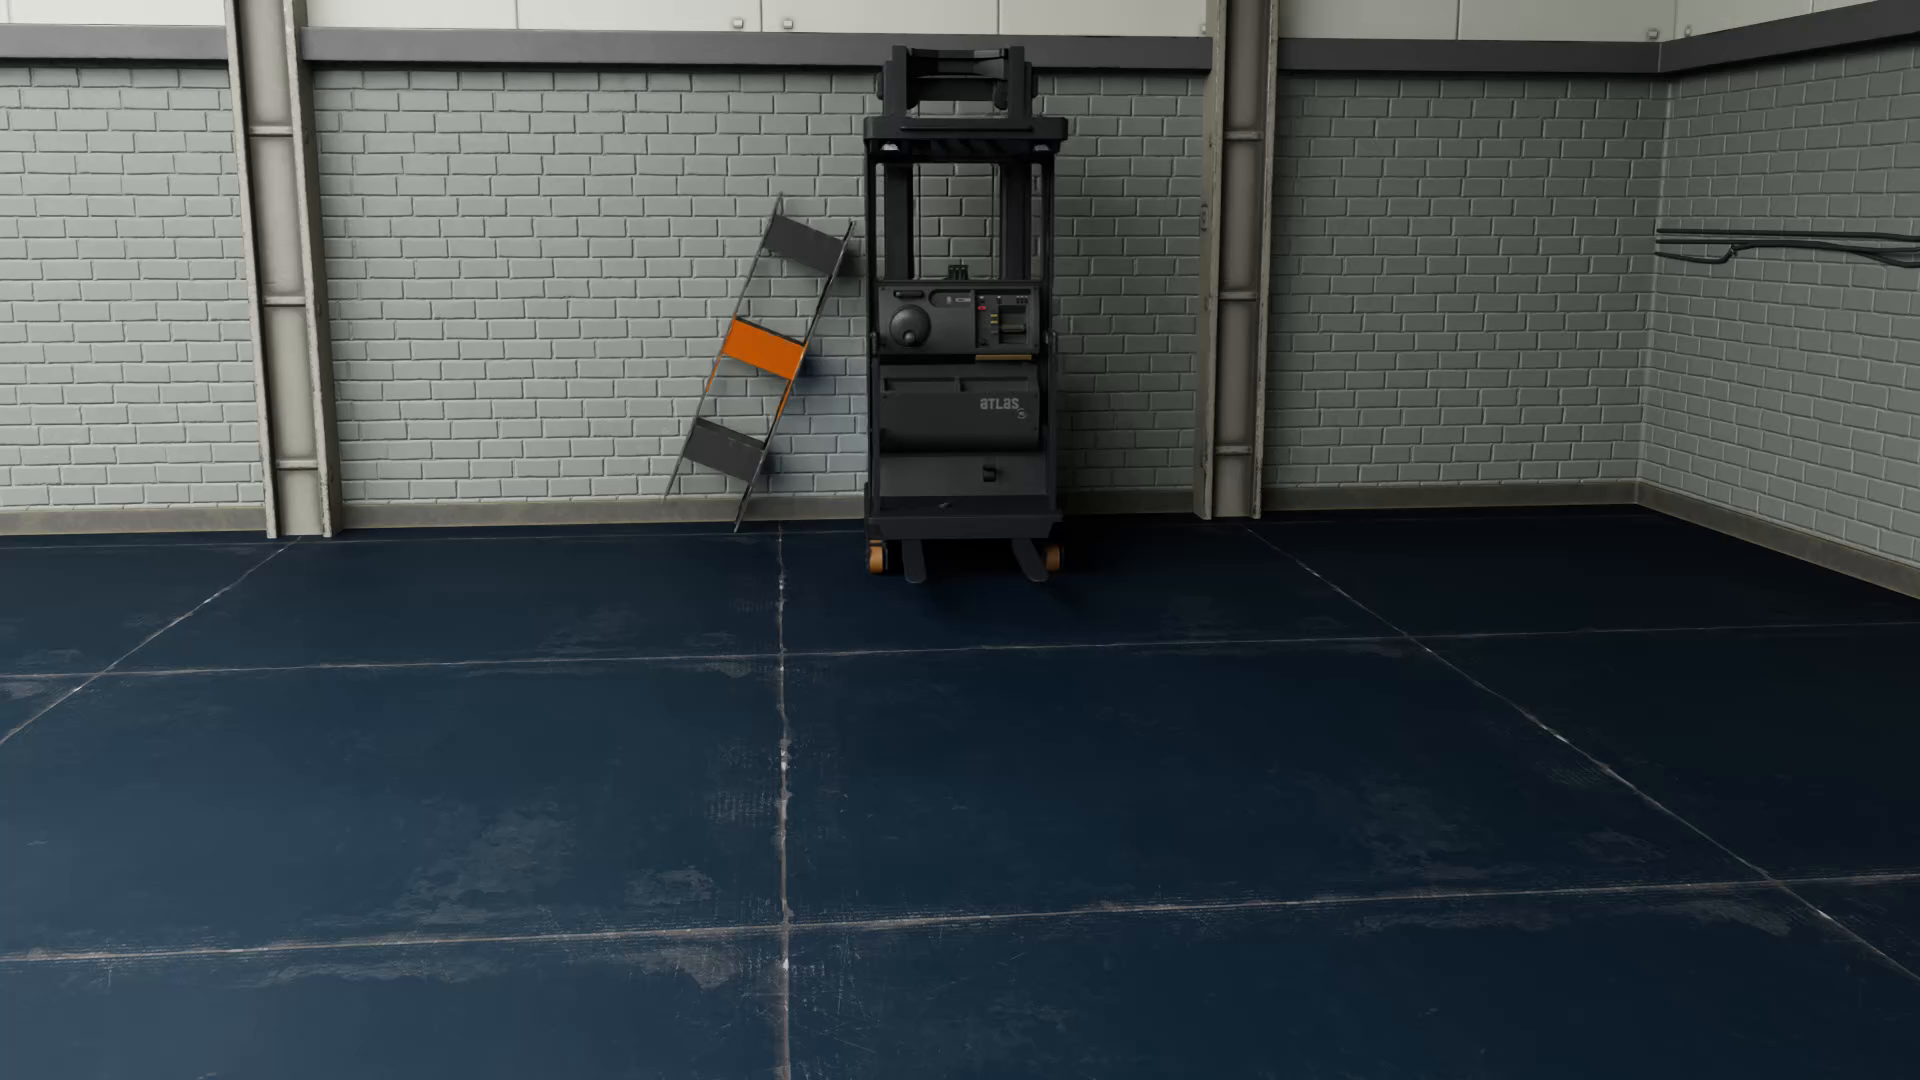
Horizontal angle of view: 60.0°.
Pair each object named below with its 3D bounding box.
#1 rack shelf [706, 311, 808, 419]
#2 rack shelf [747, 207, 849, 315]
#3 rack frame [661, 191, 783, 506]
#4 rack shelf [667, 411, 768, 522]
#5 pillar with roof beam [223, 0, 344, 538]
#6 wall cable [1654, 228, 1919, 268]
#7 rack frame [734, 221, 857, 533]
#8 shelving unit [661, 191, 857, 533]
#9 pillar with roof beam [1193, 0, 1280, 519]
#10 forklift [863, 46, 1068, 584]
[{"bbox_3d":[-1.290,-1.119,10.580,0.480,0.518,0.431,21,8,-10],"label":"rack shelf"},{"bbox_3d":[-1.028,-1.761,10.485,0.480,0.518,0.431,21,8,-10],"label":"rack shelf"},{"bbox_3d":[-1.509,-1.217,10.534,0.015,2.100,0.400,21,8,-10],"label":"rack frame"},{"bbox_3d":[-1.552,-0.477,10.675,0.480,0.518,0.431,21,8,-10],"label":"rack shelf"},{"bbox_3d":[-3.700,-3.635,5.531,0.400,9.000,9.100,-1,11,-6],"label":"pillar with roof beam"},{"bbox_3d":[4.872,-2.870,9.688,0.112,2.526,3.097,-1,11,-6],"label":"wall cable"},{"bbox_3d":[-1.061,-1.047,10.622,0.015,2.100,0.400,21,8,-10],"label":"rack frame"},{"bbox_3d":[-1.285,-1.132,10.578,0.503,2.100,0.431,21,8,-10],"label":"shelving unit"},{"bbox_3d":[2.265,-3.760,6.167,0.400,9.000,9.100,-1,11,-6],"label":"pillar with roof beam"},{"bbox_3d":[0.011,-1.306,9.415,1.130,2.935,3.031,-1,11,-3],"label":"forklift"}]
